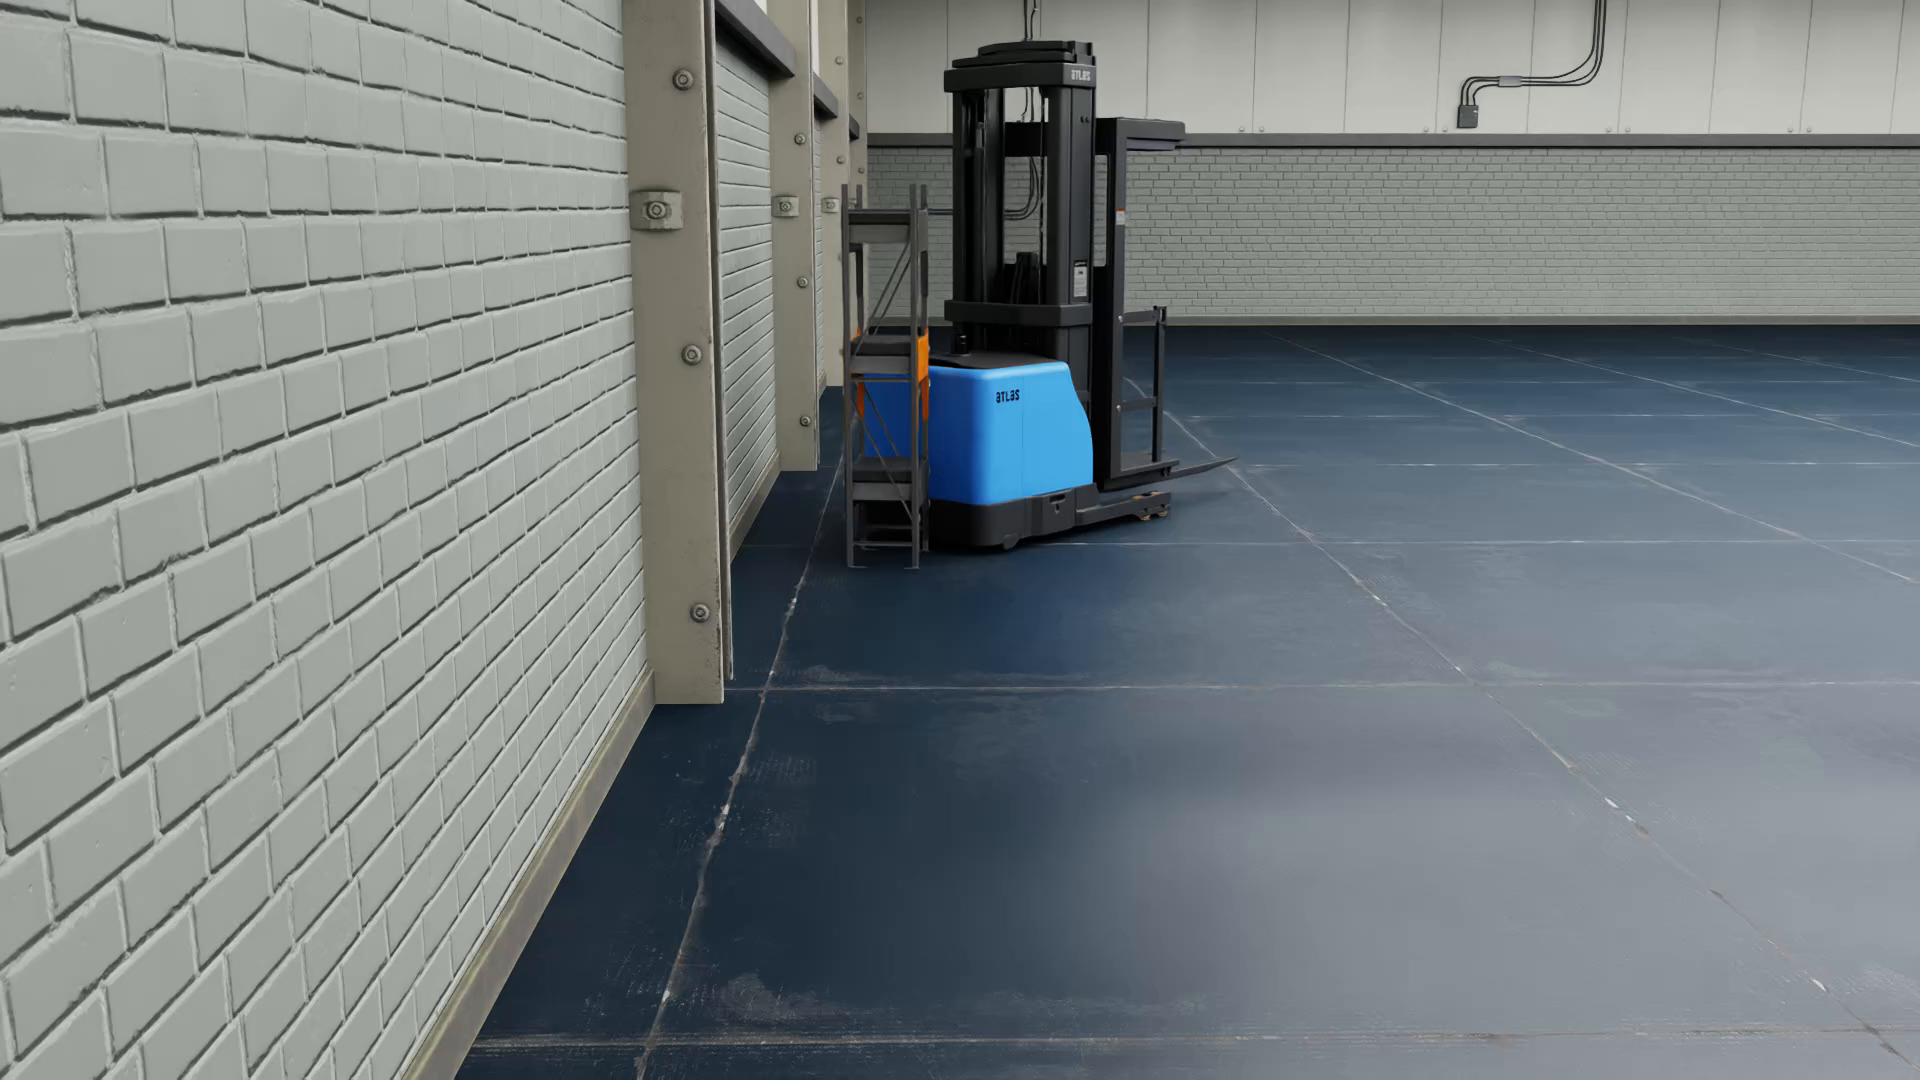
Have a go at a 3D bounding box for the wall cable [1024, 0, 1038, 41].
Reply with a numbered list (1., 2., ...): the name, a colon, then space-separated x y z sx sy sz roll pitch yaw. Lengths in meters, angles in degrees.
1. wall cable: 2.467 -8.916 26.484 3.097 2.526 0.112 0 11 -1

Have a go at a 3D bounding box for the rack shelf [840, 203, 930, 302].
1. rack shelf: -0.407 -1.586 9.146 0.431 0.518 0.480 1 12 5

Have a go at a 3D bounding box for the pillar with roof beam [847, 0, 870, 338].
1. pillar with roof beam: 2.805 -7.379 23.797 9.100 9.000 0.400 0 11 -1

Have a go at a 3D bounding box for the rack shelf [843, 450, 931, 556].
1. rack shelf: -0.407 -0.214 9.424 0.431 0.518 0.480 1 12 5

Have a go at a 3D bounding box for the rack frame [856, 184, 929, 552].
1. rack frame: -0.384 -0.962 9.520 0.400 2.100 0.015 1 12 5

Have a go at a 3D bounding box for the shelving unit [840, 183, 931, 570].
1. shelving unit: -0.407 -0.914 9.282 0.431 2.100 0.503 1 12 5

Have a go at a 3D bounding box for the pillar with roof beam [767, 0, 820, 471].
1. pillar with roof beam: 3.053 -4.993 12.039 9.100 9.000 0.400 0 11 -1

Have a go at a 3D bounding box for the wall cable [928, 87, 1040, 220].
1. wall cable: -0.238 -6.430 26.931 3.097 2.526 0.112 0 11 -1

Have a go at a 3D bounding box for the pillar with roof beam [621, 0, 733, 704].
1. pillar with roof beam: 3.177 -3.801 6.160 9.100 9.000 0.400 0 11 -1

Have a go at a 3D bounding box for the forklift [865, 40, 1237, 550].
1. forklift: 0.725 -1.615 10.650 1.130 2.935 3.031 10 15 40

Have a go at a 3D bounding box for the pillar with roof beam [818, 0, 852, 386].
1. pillar with roof beam: 2.929 -6.186 17.918 9.100 9.000 0.400 0 11 -1

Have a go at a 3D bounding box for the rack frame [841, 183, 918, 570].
1. rack frame: -0.431 -0.865 9.044 0.400 2.100 0.015 1 12 5

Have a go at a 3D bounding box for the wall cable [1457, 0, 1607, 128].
1. wall cable: 9.254 -9.655 26.461 2.305 6.003 0.169 0 11 -1

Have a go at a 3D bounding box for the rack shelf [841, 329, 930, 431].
1. rack shelf: -0.407 -0.900 9.285 0.431 0.518 0.480 1 12 5
